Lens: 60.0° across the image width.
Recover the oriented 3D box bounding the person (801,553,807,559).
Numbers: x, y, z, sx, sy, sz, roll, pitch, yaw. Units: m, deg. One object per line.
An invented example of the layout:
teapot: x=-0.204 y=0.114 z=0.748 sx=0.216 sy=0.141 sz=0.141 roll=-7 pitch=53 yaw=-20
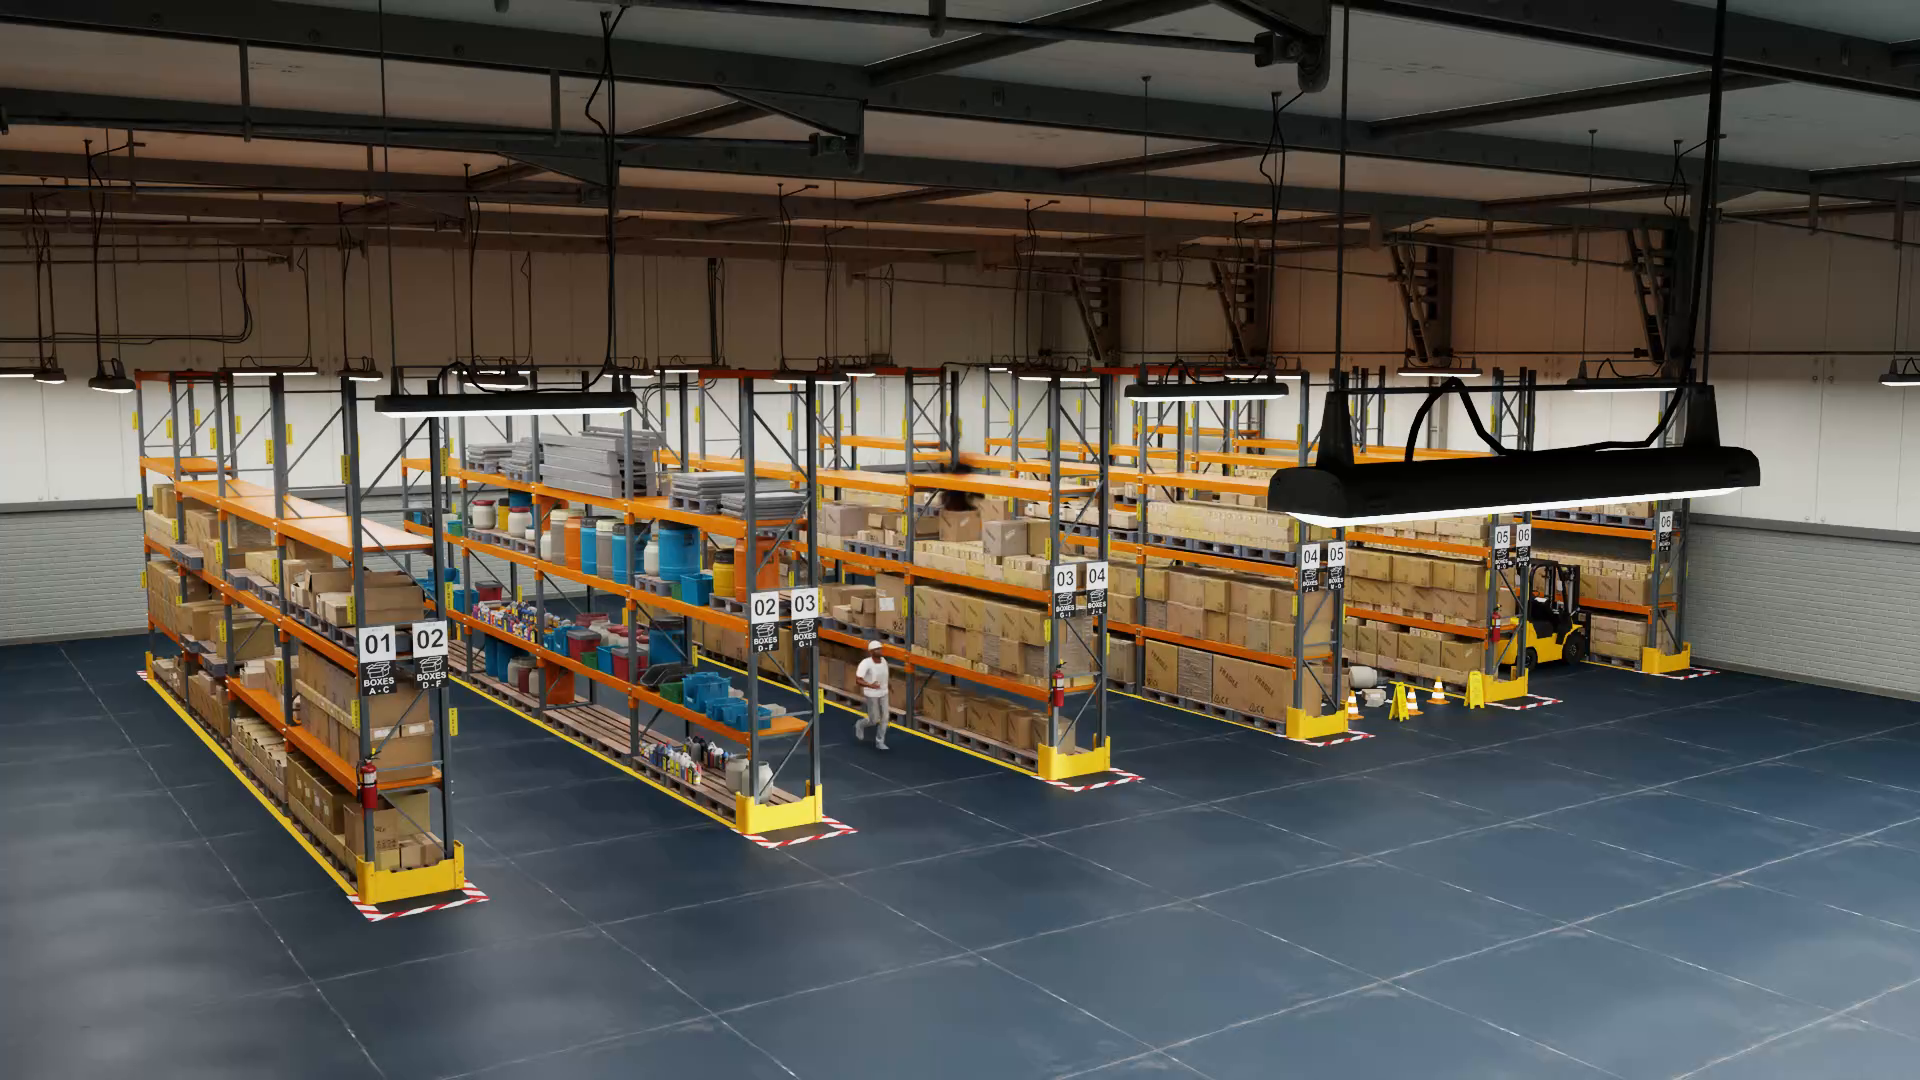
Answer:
person: x=-3.686 y=1.124 z=38.902 sx=0.601 sy=1.687 sz=0.654 roll=-3 pitch=7 yaw=-23

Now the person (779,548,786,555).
person: x=-4.553 y=0.954 z=41.088 sx=0.642 sy=1.543 sz=0.674 roll=-6 pitch=9 yaw=-44

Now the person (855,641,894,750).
person: x=-1.376 y=2.463 z=26.618 sx=0.708 sy=1.732 sz=0.733 roll=-6 pitch=9 yaw=-42
